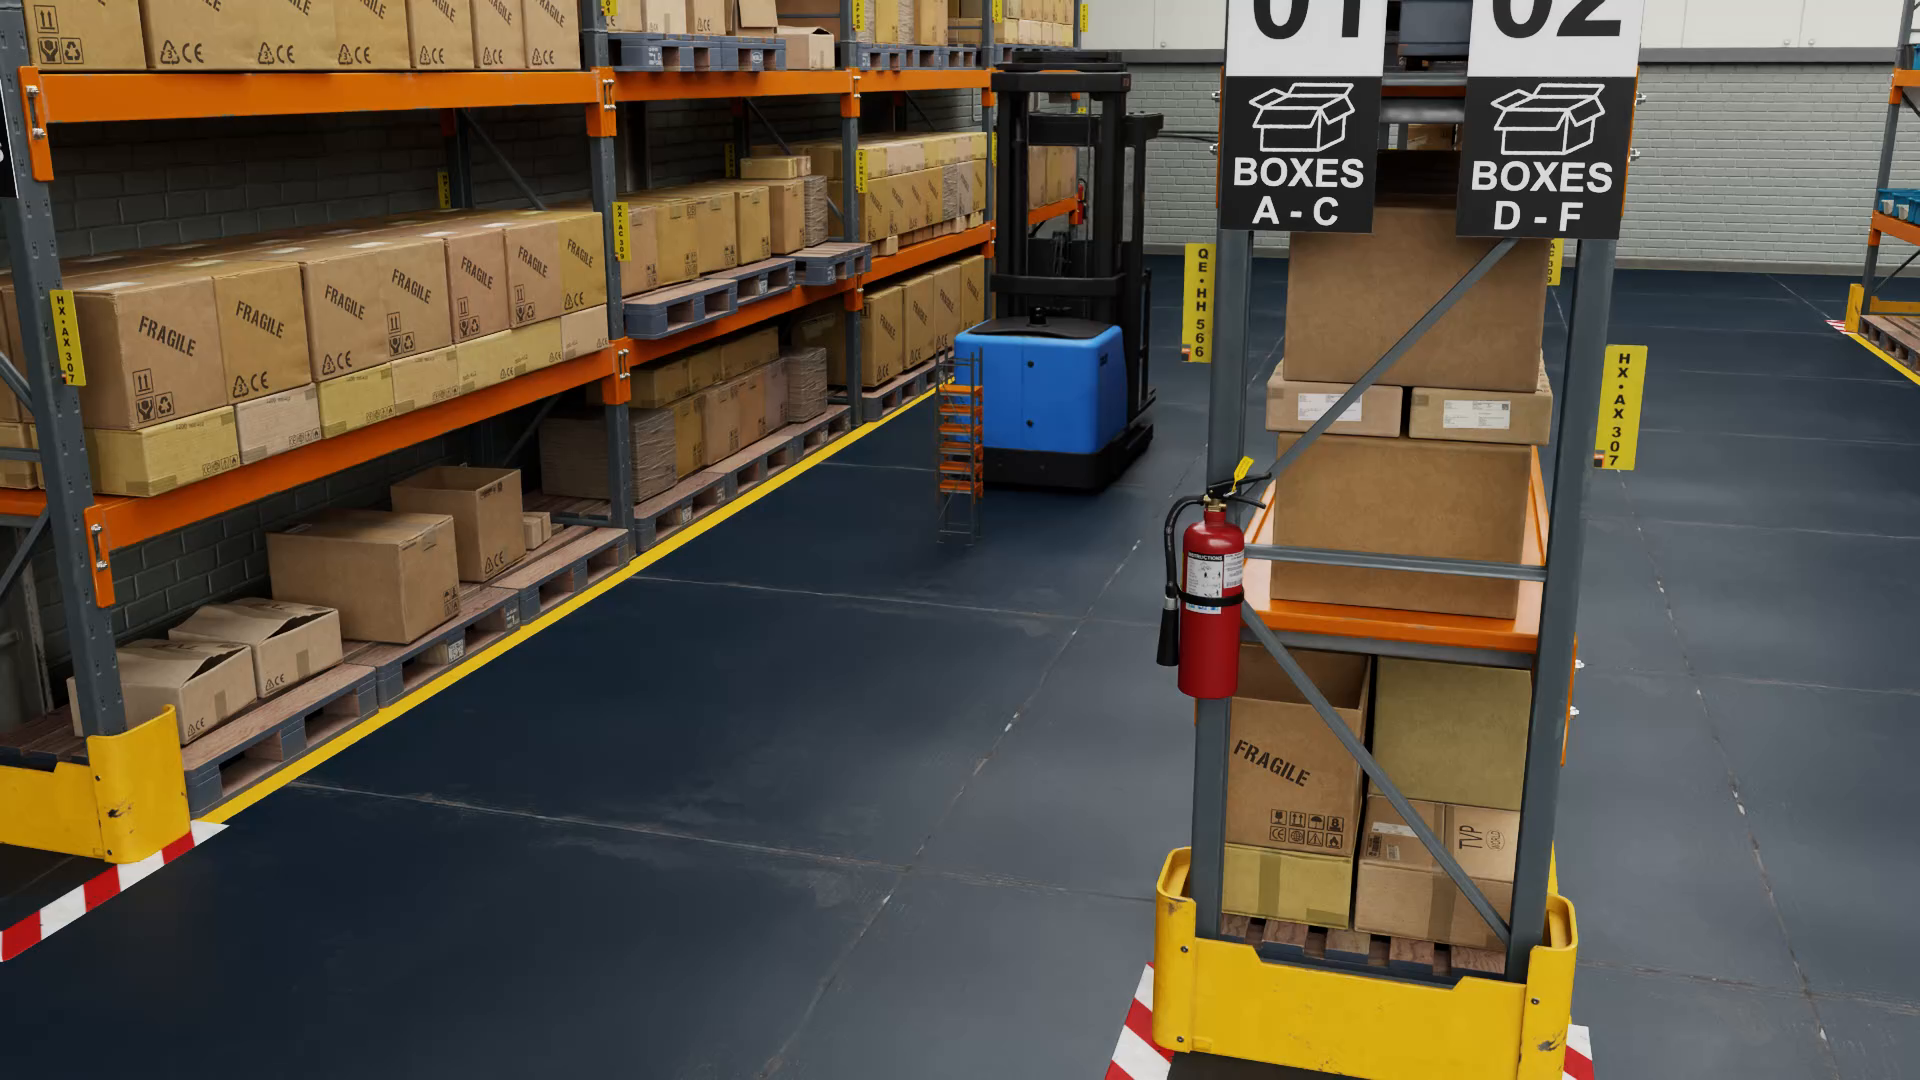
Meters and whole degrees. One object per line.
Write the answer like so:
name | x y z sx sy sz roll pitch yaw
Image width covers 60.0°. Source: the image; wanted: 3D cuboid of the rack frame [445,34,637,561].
rack frame | -2.434 -1.362 9.636 1.000 3.000 0.127 5 16 16

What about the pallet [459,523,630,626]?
pallet | -2.591 0.158 9.387 1.003 0.211 1.213 5 16 16

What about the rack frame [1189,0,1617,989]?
rack frame | 1.180 0.067 4.595 1.000 3.000 0.127 5 16 16

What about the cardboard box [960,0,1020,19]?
cardboard box | 0.311 -5.602 17.034 0.500 0.500 0.500 4 16 15

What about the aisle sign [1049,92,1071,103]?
aisle sign | 1.284 -5.748 20.334 0.394 0.787 0.004 5 16 16

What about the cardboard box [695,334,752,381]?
cardboard box | -1.815 -1.307 11.841 0.500 0.250 0.500 5 16 16

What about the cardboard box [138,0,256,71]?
cardboard box | -3.049 -2.023 6.246 0.500 0.500 0.500 6 17 20

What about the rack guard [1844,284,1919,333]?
rack guard | 10.469 -2.538 18.363 1.175 0.500 0.348 5 16 16

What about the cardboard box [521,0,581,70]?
cardboard box | -2.341 -2.711 8.674 0.500 0.500 0.500 5 17 17

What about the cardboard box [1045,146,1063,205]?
cardboard box | 0.645 -4.321 19.516 0.980 0.700 0.700 4 16 15

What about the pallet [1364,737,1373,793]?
pallet | 1.706 0.887 6.814 1.003 0.211 1.213 5 16 16

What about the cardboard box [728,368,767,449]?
cardboard box | -1.824 -0.968 12.019 0.700 0.500 0.500 5 16 16

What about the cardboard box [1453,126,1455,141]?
cardboard box | 4.916 -4.151 17.453 0.500 0.500 0.500 4 16 15

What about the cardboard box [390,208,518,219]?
cardboard box | -2.768 -1.554 9.175 0.500 0.500 0.500 4 16 15

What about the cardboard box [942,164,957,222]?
cardboard box | -0.336 -3.251 15.529 0.500 0.500 0.500 5 16 16

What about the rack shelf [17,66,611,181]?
rack shelf | -3.002 -1.936 7.480 1.077 0.370 4.000 5 16 16

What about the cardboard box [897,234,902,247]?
cardboard box | -0.726 -2.638 14.557 0.380 0.149 0.250 5 17 17

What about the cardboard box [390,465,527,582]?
cardboard box | -2.691 -0.097 8.949 0.500 0.500 0.500 3 16 12

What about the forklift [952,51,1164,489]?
forklift | 0.872 -2.120 12.433 1.130 2.935 3.031 5 17 17

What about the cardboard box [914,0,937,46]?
cardboard box | -0.612 -4.786 15.219 0.700 0.500 0.500 4 16 15

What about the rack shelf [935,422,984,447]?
rack shelf | -0.004 -0.646 10.132 0.258 0.103 0.180 5 16 16

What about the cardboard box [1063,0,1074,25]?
cardboard box | 1.030 -6.271 19.393 0.500 0.500 0.500 5 16 16

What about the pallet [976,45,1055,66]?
pallet | 0.431 -5.387 18.491 1.003 0.211 1.213 5 16 16

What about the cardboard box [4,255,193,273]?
cardboard box | -3.488 -0.885 6.816 0.500 0.500 0.500 5 17 17

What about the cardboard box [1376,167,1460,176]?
cardboard box | 1.769 -1.141 6.294 0.700 0.500 0.500 5 16 16

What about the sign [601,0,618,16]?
sign | -1.912 -3.014 9.015 0.100 0.325 0.005 5 16 16

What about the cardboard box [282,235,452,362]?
cardboard box | -2.709 -1.115 7.627 0.500 0.500 0.500 5 17 18

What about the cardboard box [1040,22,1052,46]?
cardboard box | 0.733 -5.638 18.535 0.500 0.250 0.500 4 16 14

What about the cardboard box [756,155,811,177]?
cardboard box | -1.366 -2.888 12.837 0.380 0.149 0.250 2 16 9

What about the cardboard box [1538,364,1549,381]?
cardboard box | 1.570 -0.448 5.040 0.380 0.149 0.250 4 16 14

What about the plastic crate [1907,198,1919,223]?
plastic crate | 9.715 -3.298 16.658 0.416 0.233 0.300 5 16 16

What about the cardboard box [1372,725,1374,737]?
cardboard box | 1.816 0.441 6.171 0.500 0.500 0.500 5 16 16

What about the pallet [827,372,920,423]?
pallet | -1.001 -1.268 14.412 1.003 0.211 1.213 5 16 16

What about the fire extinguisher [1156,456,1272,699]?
fire extinguisher | 0.701 0.099 4.624 0.296 0.674 0.183 5 16 16

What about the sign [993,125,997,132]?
sign | 0.446 -5.001 20.733 0.100 0.325 0.005 5 16 16

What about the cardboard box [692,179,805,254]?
cardboard box | -1.554 -2.397 12.292 0.700 0.500 0.500 3 16 11

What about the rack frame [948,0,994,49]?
rack frame | -0.160 -6.342 16.196 1.000 3.000 0.127 5 16 16

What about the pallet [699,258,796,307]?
pallet | -1.820 -1.796 11.514 1.003 0.211 1.213 5 16 16

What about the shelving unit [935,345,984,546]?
shelving unit | -0.004 -0.573 10.152 0.258 1.200 0.189 5 16 16

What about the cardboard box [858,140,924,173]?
cardboard box | -0.631 -3.341 14.472 0.500 0.250 0.500 5 17 16

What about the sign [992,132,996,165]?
sign | 0.363 -3.935 16.728 0.100 0.325 0.005 5 16 16

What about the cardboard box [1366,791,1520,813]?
cardboard box | 1.684 0.934 5.809 0.500 0.250 0.500 5 16 16

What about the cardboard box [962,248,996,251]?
cardboard box | 0.214 -3.205 18.755 0.380 0.149 0.250 5 17 16

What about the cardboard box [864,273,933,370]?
cardboard box | -0.707 -1.988 15.010 0.750 0.750 0.750 5 16 16

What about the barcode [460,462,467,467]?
barcode | -2.817 -0.403 9.441 0.001 0.075 0.075 5 16 16

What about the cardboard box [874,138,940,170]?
cardboard box | -0.492 -3.475 14.945 0.500 0.250 0.500 4 16 15

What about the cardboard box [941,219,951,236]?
cardboard box | -0.303 -2.969 15.724 0.380 0.149 0.250 5 16 16

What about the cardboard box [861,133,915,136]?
cardboard box | -0.683 -3.779 16.018 0.500 0.250 0.500 5 17 17

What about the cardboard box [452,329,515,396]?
cardboard box | -2.556 -0.890 8.208 0.500 0.250 0.500 5 16 16

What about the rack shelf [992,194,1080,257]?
rack shelf | 0.408 -3.633 18.958 1.077 0.370 4.000 5 16 16

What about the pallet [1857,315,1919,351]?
pallet | 10.203 -2.179 17.626 1.003 0.211 1.213 5 16 16

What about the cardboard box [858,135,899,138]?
cardboard box | -0.821 -3.648 15.554 0.500 0.250 0.500 4 16 14

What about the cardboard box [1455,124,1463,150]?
cardboard box | 4.994 -3.703 15.872 0.500 0.500 0.500 5 17 17

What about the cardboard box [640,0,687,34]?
cardboard box | -2.027 -3.263 10.232 0.500 0.311 0.500 5 17 18

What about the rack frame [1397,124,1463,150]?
rack frame | 4.590 -3.072 15.664 1.000 3.000 0.127 5 16 16
